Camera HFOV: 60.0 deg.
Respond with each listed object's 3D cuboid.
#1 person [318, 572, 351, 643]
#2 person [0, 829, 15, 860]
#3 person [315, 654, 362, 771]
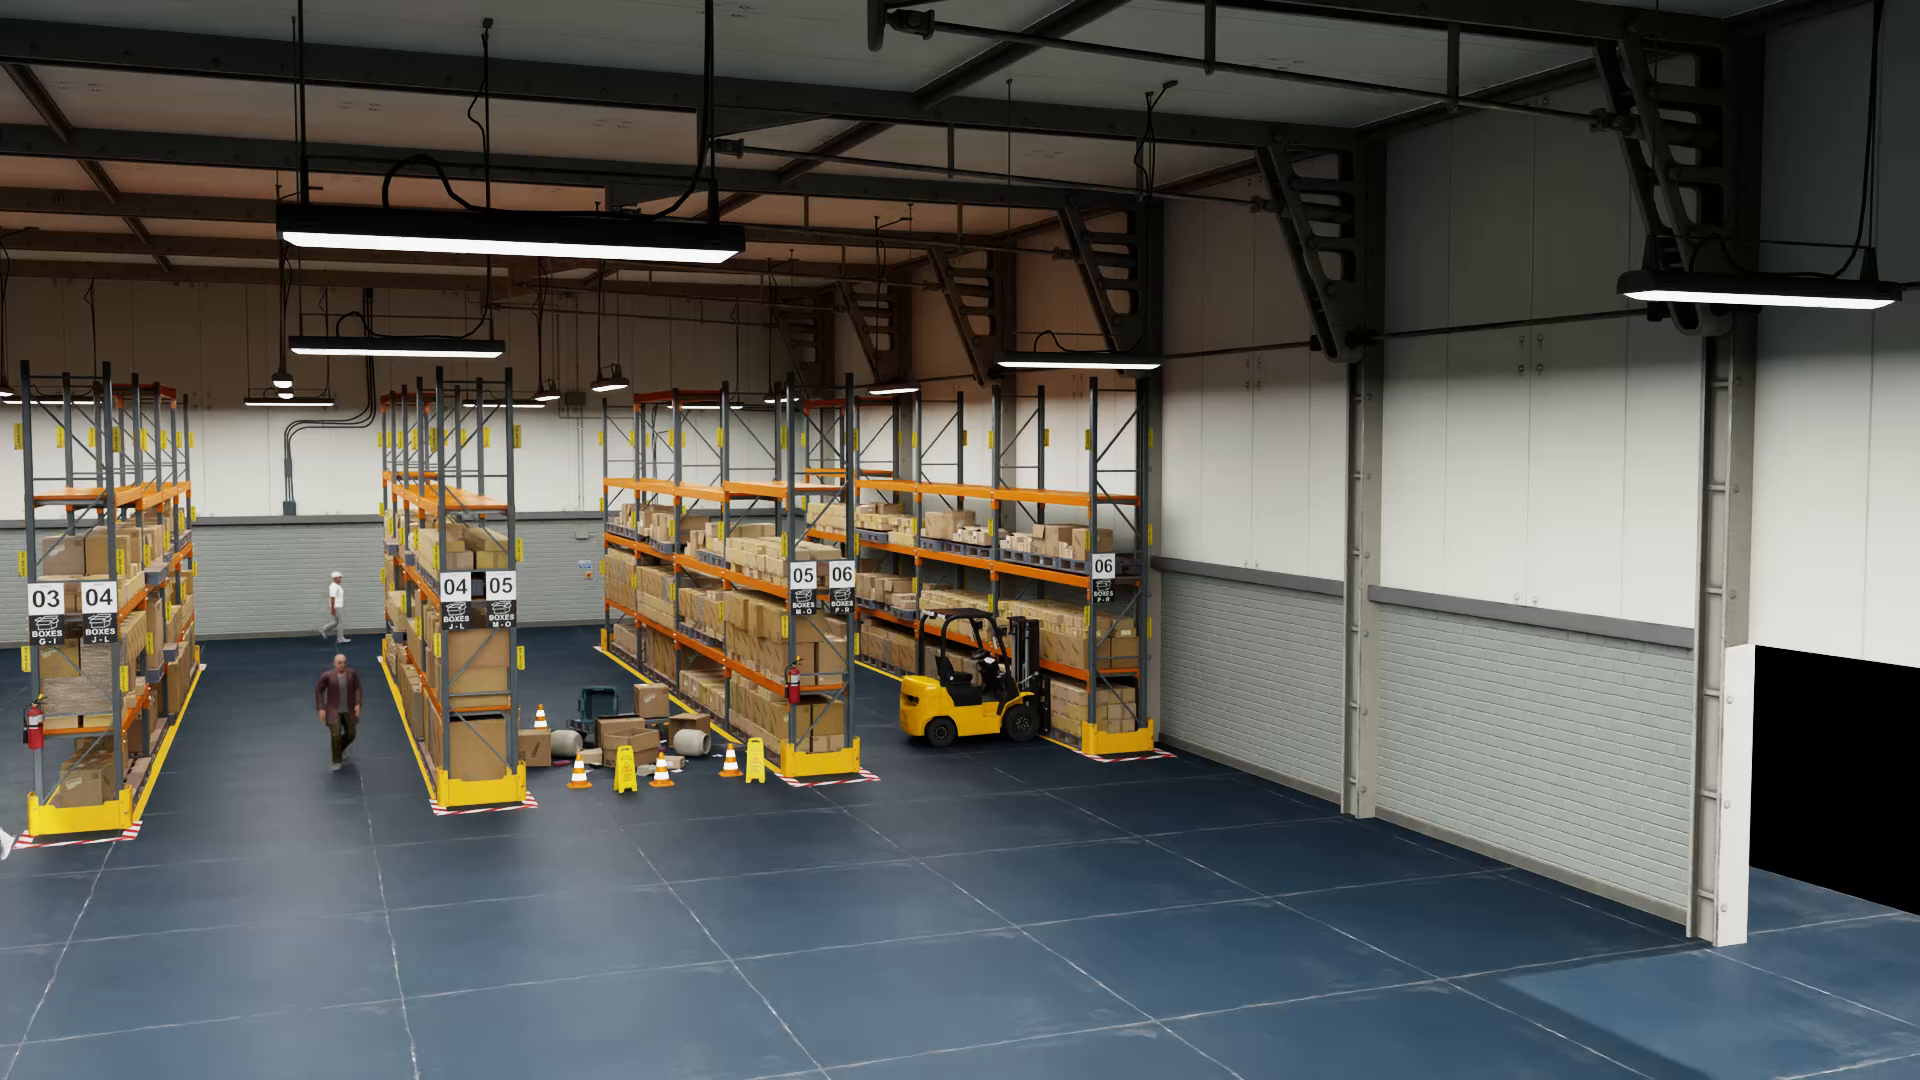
[{"bbox_3d":[-15.414,1.653,40.947,0.740,1.752,0.548,-2,4,-24],"label":"person"},{"bbox_3d":[-11.442,2.983,19.451,0.625,1.677,0.493,-2,4,-26],"label":"person"},{"bbox_3d":[-9.514,2.698,25.441,0.669,1.571,0.753,-3,4,-36],"label":"person"}]
